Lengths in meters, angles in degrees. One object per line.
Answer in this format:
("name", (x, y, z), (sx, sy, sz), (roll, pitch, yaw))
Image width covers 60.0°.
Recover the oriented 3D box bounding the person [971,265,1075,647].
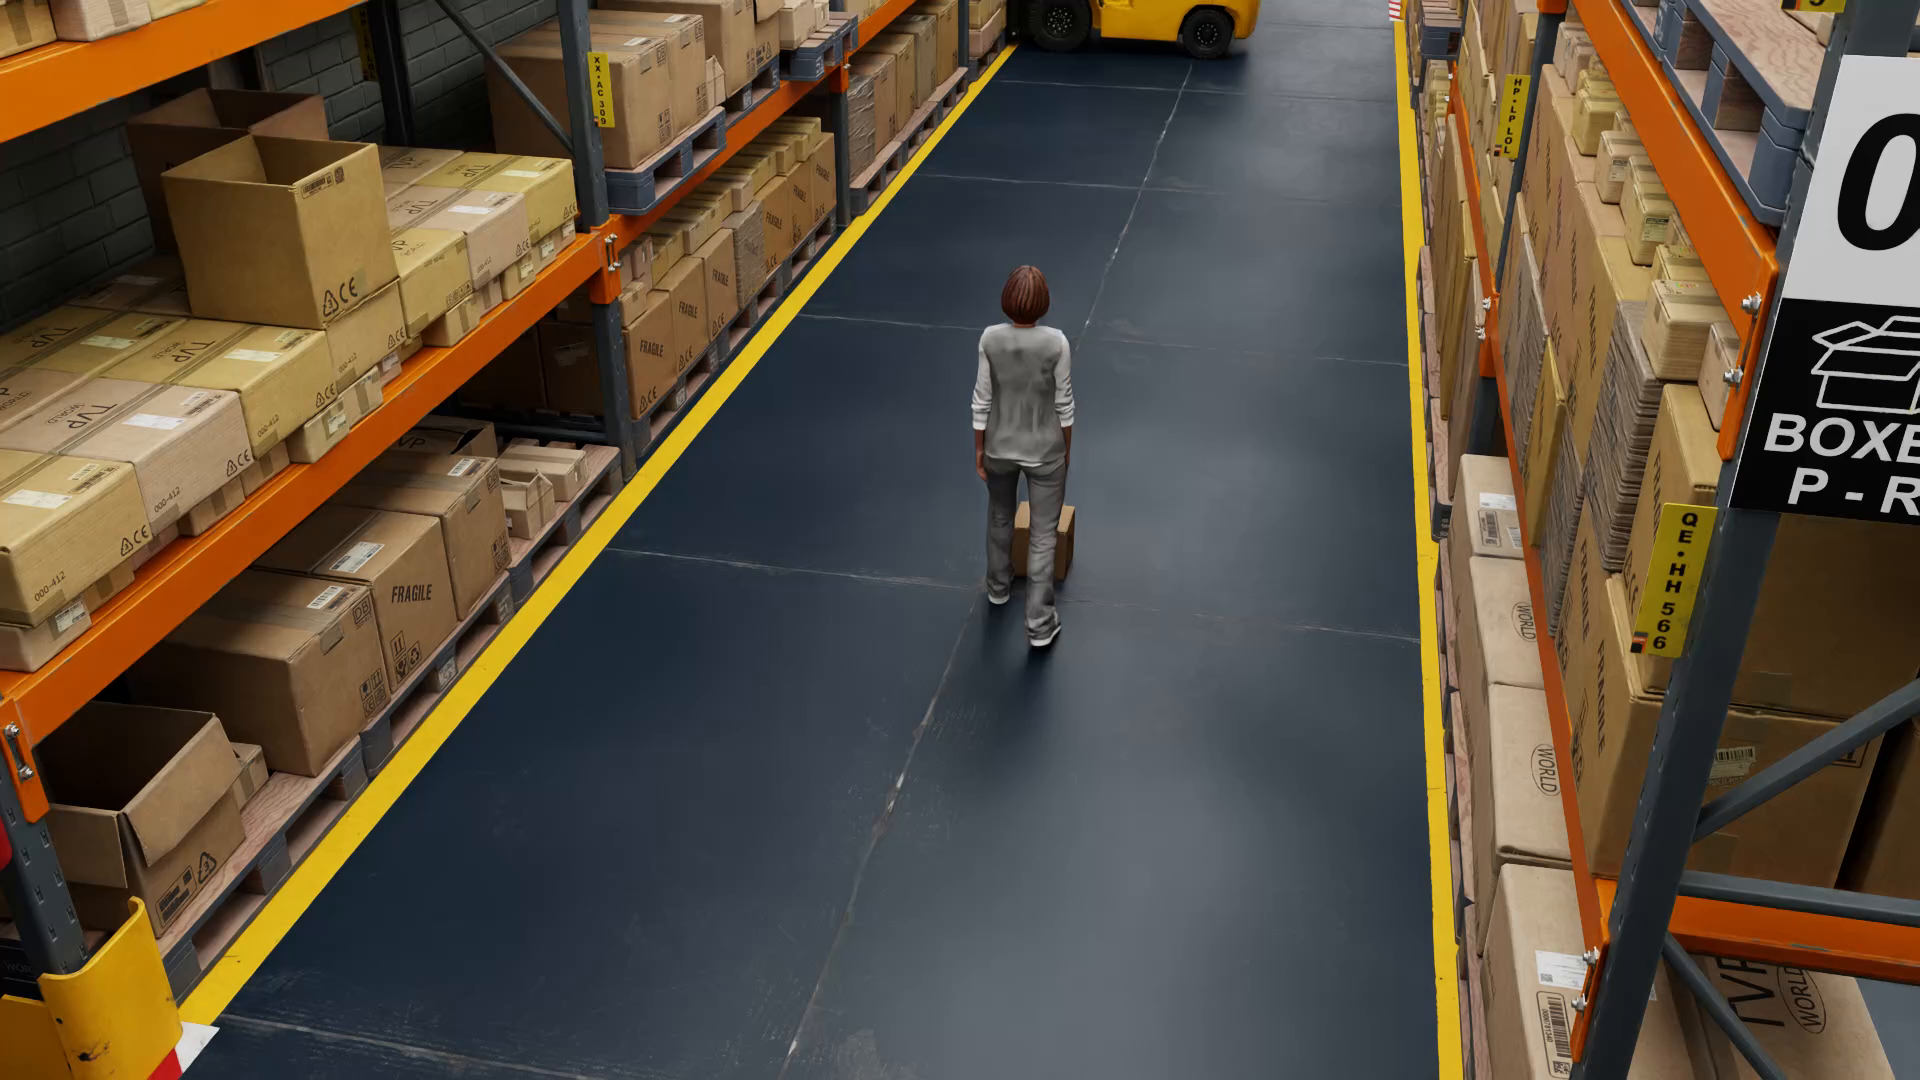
("person", (0.259, -0.372, 6.813), (0.418, 1.582, 0.601), (7, 30, 12))
